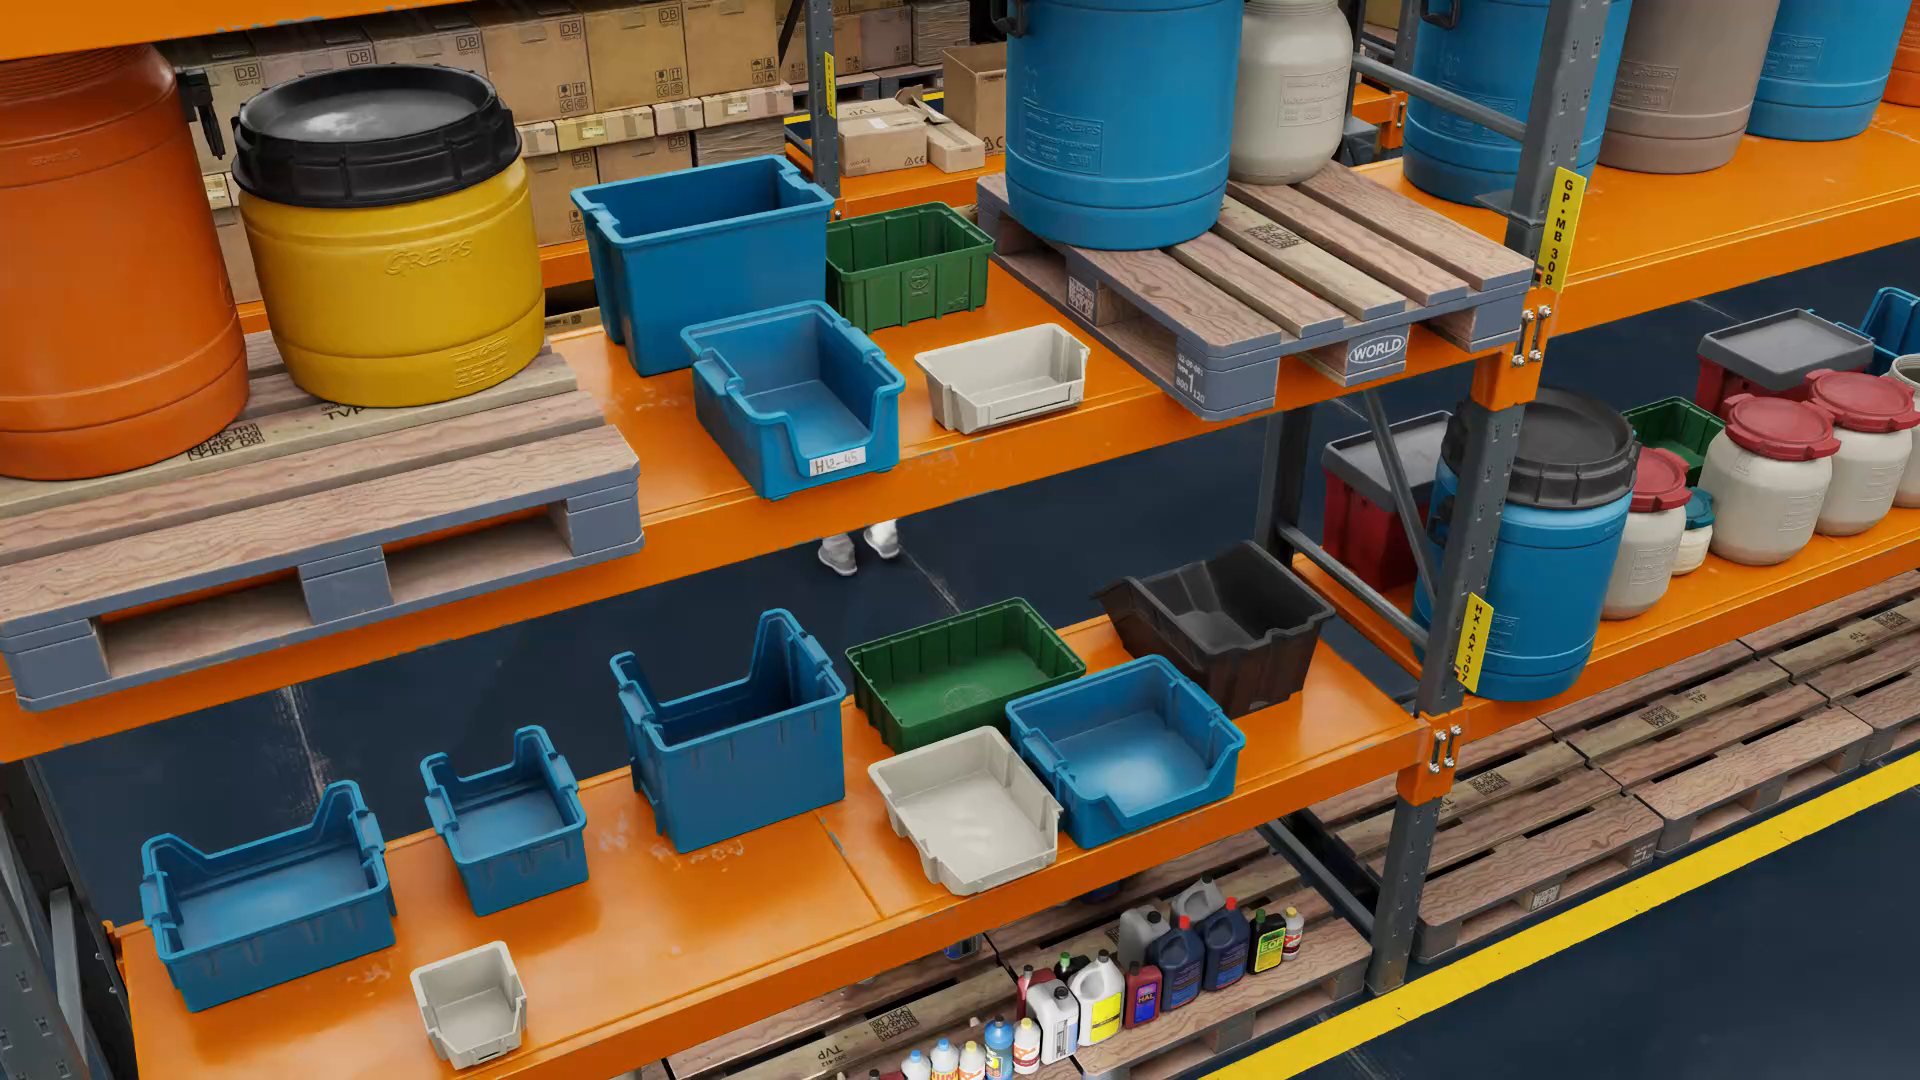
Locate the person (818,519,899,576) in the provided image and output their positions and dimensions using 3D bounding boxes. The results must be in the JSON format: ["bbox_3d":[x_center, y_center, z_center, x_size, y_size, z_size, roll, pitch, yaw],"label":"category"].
[{"bbox_3d":[-0.568,-0.370,8.313,0.520,1.002,0.817,-16,37,-23],"label":"person"}]
